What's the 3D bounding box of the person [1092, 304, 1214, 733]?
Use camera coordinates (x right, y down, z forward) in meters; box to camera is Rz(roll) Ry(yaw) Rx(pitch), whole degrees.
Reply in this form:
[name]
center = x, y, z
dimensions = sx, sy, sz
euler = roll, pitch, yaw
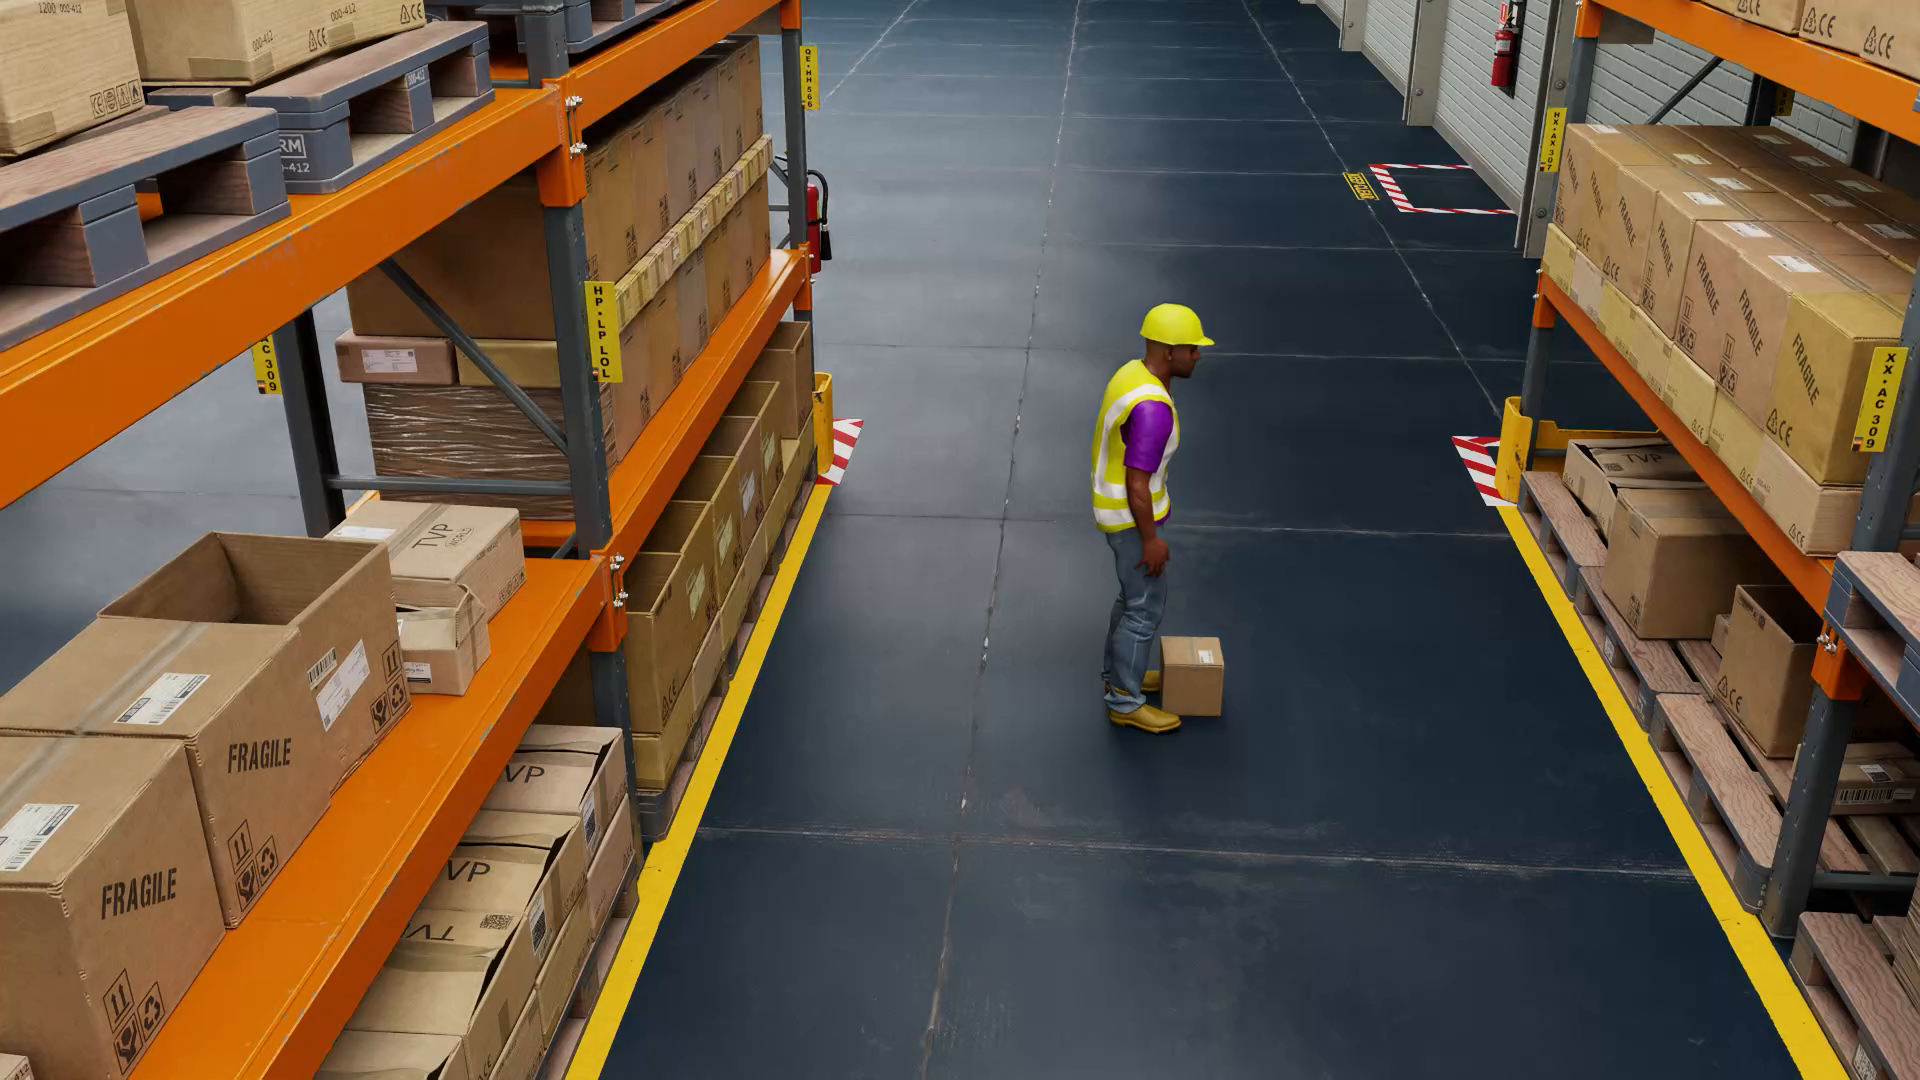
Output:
[person]
center = 0.765, -0.106, 6.815
dimensions = 0.463, 1.760, 0.628
euler = 2, 24, 3
